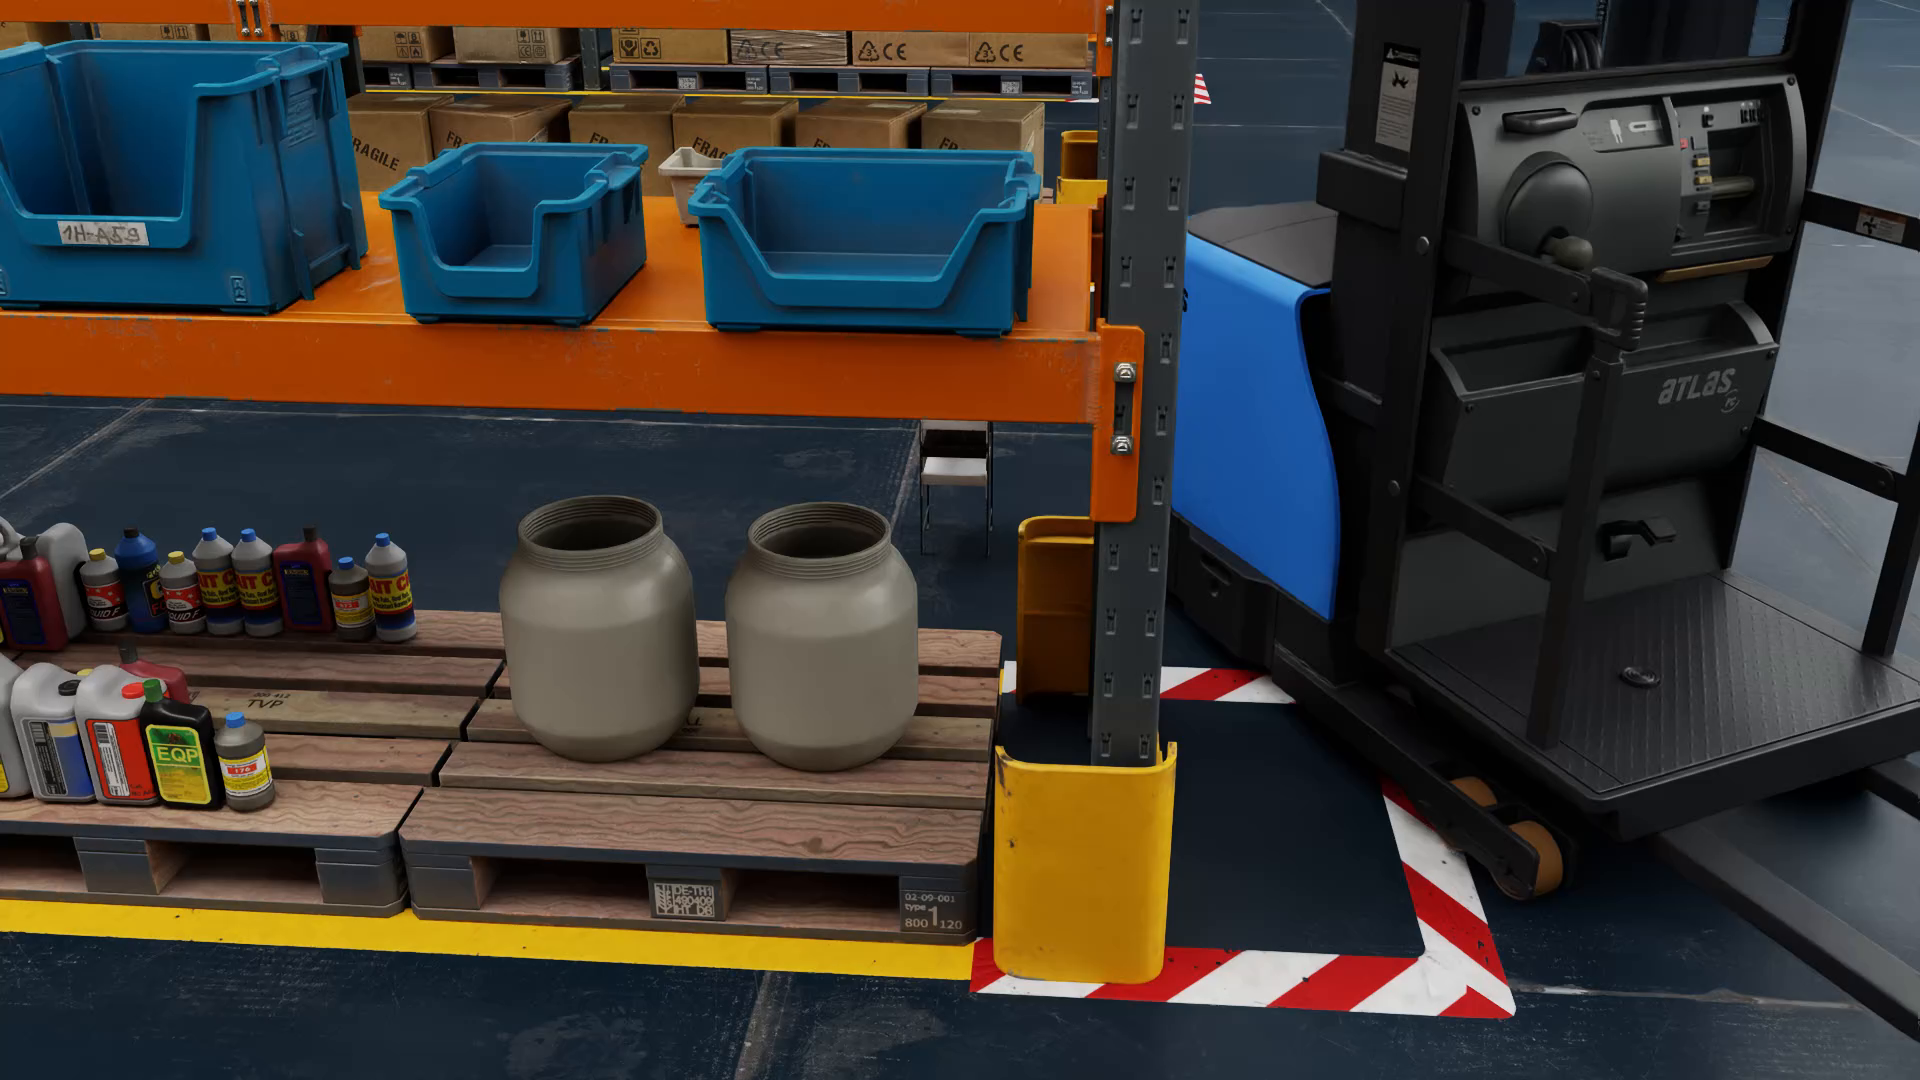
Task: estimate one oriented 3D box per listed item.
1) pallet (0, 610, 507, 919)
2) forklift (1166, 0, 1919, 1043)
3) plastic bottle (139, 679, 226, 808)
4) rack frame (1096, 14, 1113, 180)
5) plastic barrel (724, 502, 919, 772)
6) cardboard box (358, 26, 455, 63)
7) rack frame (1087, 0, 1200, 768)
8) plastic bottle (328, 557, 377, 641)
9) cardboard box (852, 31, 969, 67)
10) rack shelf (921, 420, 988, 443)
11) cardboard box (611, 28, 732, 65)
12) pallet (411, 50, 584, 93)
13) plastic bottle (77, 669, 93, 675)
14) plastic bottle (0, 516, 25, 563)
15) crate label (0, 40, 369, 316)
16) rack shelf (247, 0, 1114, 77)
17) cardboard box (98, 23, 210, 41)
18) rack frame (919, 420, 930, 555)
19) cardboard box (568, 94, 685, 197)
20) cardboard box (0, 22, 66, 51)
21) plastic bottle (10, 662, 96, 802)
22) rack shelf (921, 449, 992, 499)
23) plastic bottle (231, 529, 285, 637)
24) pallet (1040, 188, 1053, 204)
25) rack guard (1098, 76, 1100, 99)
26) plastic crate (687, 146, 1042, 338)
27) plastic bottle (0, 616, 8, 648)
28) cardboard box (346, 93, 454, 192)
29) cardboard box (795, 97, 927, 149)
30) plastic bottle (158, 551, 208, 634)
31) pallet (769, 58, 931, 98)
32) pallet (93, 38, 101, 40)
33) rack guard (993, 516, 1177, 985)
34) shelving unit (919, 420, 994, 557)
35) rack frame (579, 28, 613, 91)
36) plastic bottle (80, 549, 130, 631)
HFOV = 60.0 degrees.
[{"bbox_3d":[-1.743,0.476,3.962,1.213,0.211,1.003,2,25,4],"label":"pallet"},{"bbox_3d":[1.553,-0.765,3.406,1.130,2.935,3.031,-11,27,-22],"label":"forklift"},{"bbox_3d":[-1.623,0.423,3.466,0.133,0.283,0.061,2,25,5],"label":"plastic bottle"},{"bbox_3d":[0.739,-2.803,7.754,0.127,3.000,1.000,2,25,4],"label":"rack frame"},{"bbox_3d":[-0.303,0.211,3.677,0.421,0.512,0.421,0,25,0],"label":"plastic barrel"},{"bbox_3d":[-4.356,-4.179,12.933,0.750,0.750,1.050,2,25,4],"label":"cardboard box"},{"bbox_3d":[0.360,-0.739,3.268,0.127,3.000,1.000,2,25,4],"label":"rack frame"},{"bbox_3d":[-1.528,0.141,4.176,0.097,0.201,0.097,0,25,0],"label":"plastic bottle"},{"bbox_3d":[-0.339,-4.114,12.643,0.875,0.875,0.875,1,25,3],"label":"cardboard box"},{"bbox_3d":[-0.008,-0.379,5.076,0.200,0.077,0.258,2,25,4],"label":"rack shelf"},{"bbox_3d":[-2.147,-4.172,12.767,0.875,0.875,0.875,2,25,5],"label":"cardboard box"},{"bbox_3d":[-3.544,-3.722,13.086,1.213,0.211,1.003,2,25,4],"label":"pallet"},{"bbox_3d":[-1.902,0.380,3.658,0.097,0.201,0.097,0,25,0],"label":"plastic bottle"},{"bbox_3d":[-2.451,0.053,4.188,0.185,0.351,0.144,2,25,4],"label":"plastic bottle"},{"bbox_3d":[-1.496,-0.701,3.144,0.616,0.435,0.502,2,25,4],"label":"crate label"},{"bbox_3d":[-1.255,-2.541,8.044,4.000,0.370,1.077,2,25,4],"label":"rack shelf"},{"bbox_3d":[-6.157,-4.235,13.055,0.750,0.750,1.050,2,25,3],"label":"cardboard box"},{"bbox_3d":[-0.109,-0.412,5.070,0.006,0.900,0.240,2,25,4],"label":"rack frame"},{"bbox_3d":[-1.657,-1.955,8.398,0.500,0.500,0.500,0,25,-1],"label":"cardboard box"},{"bbox_3d":[-7.434,-4.091,13.040,0.500,0.500,0.500,2,25,4],"label":"cardboard box"},{"bbox_3d":[-1.893,0.398,3.528,0.135,0.276,0.152,1,25,3],"label":"plastic bottle"},{"bbox_3d":[-0.008,-0.215,5.152,0.200,0.077,0.258,2,25,4],"label":"rack shelf"},{"bbox_3d":[-1.766,0.102,4.178,0.097,0.271,0.097,0,25,0],"label":"plastic bottle"},{"bbox_3d":[-0.144,-1.580,8.431,1.213,0.211,1.003,2,25,4],"label":"pallet"},{"bbox_3d":[1.243,-3.731,12.761,0.348,0.500,1.175,2,25,4],"label":"rack guard"},{"bbox_3d":[-0.162,-0.563,3.063,0.616,0.251,0.499,2,25,4],"label":"plastic crate"},{"bbox_3d":[-2.433,0.127,4.108,0.133,0.283,0.061,2,25,4],"label":"plastic bottle"},{"bbox_3d":[-2.854,-1.957,8.403,0.500,0.500,0.500,1,25,2],"label":"cardboard box"},{"bbox_3d":[-0.481,-1.890,8.258,0.500,0.500,0.500,8,26,18],"label":"cardboard box"},{"bbox_3d":[-1.965,0.127,4.207,0.097,0.201,0.097,0,25,0],"label":"plastic bottle"},{"bbox_3d":[-0.797,-3.634,12.895,1.213,0.211,1.003,2,25,4],"label":"pallet"},{"bbox_3d":[-7.536,-3.882,13.435,1.213,0.211,1.003,2,25,4],"label":"pallet"},{"bbox_3d":[0.280,0.414,3.753,0.348,0.500,1.175,2,25,4],"label":"rack guard"},{"bbox_3d":[-0.008,-0.409,5.062,0.210,0.900,0.258,2,25,4],"label":"shelving unit"},{"bbox_3d":[-2.769,-4.995,12.518,0.127,3.000,1.000,2,25,4],"label":"rack frame"},{"bbox_3d":[-2.170,0.120,4.221,0.097,0.201,0.097,0,25,0],"label":"plastic bottle"}]
